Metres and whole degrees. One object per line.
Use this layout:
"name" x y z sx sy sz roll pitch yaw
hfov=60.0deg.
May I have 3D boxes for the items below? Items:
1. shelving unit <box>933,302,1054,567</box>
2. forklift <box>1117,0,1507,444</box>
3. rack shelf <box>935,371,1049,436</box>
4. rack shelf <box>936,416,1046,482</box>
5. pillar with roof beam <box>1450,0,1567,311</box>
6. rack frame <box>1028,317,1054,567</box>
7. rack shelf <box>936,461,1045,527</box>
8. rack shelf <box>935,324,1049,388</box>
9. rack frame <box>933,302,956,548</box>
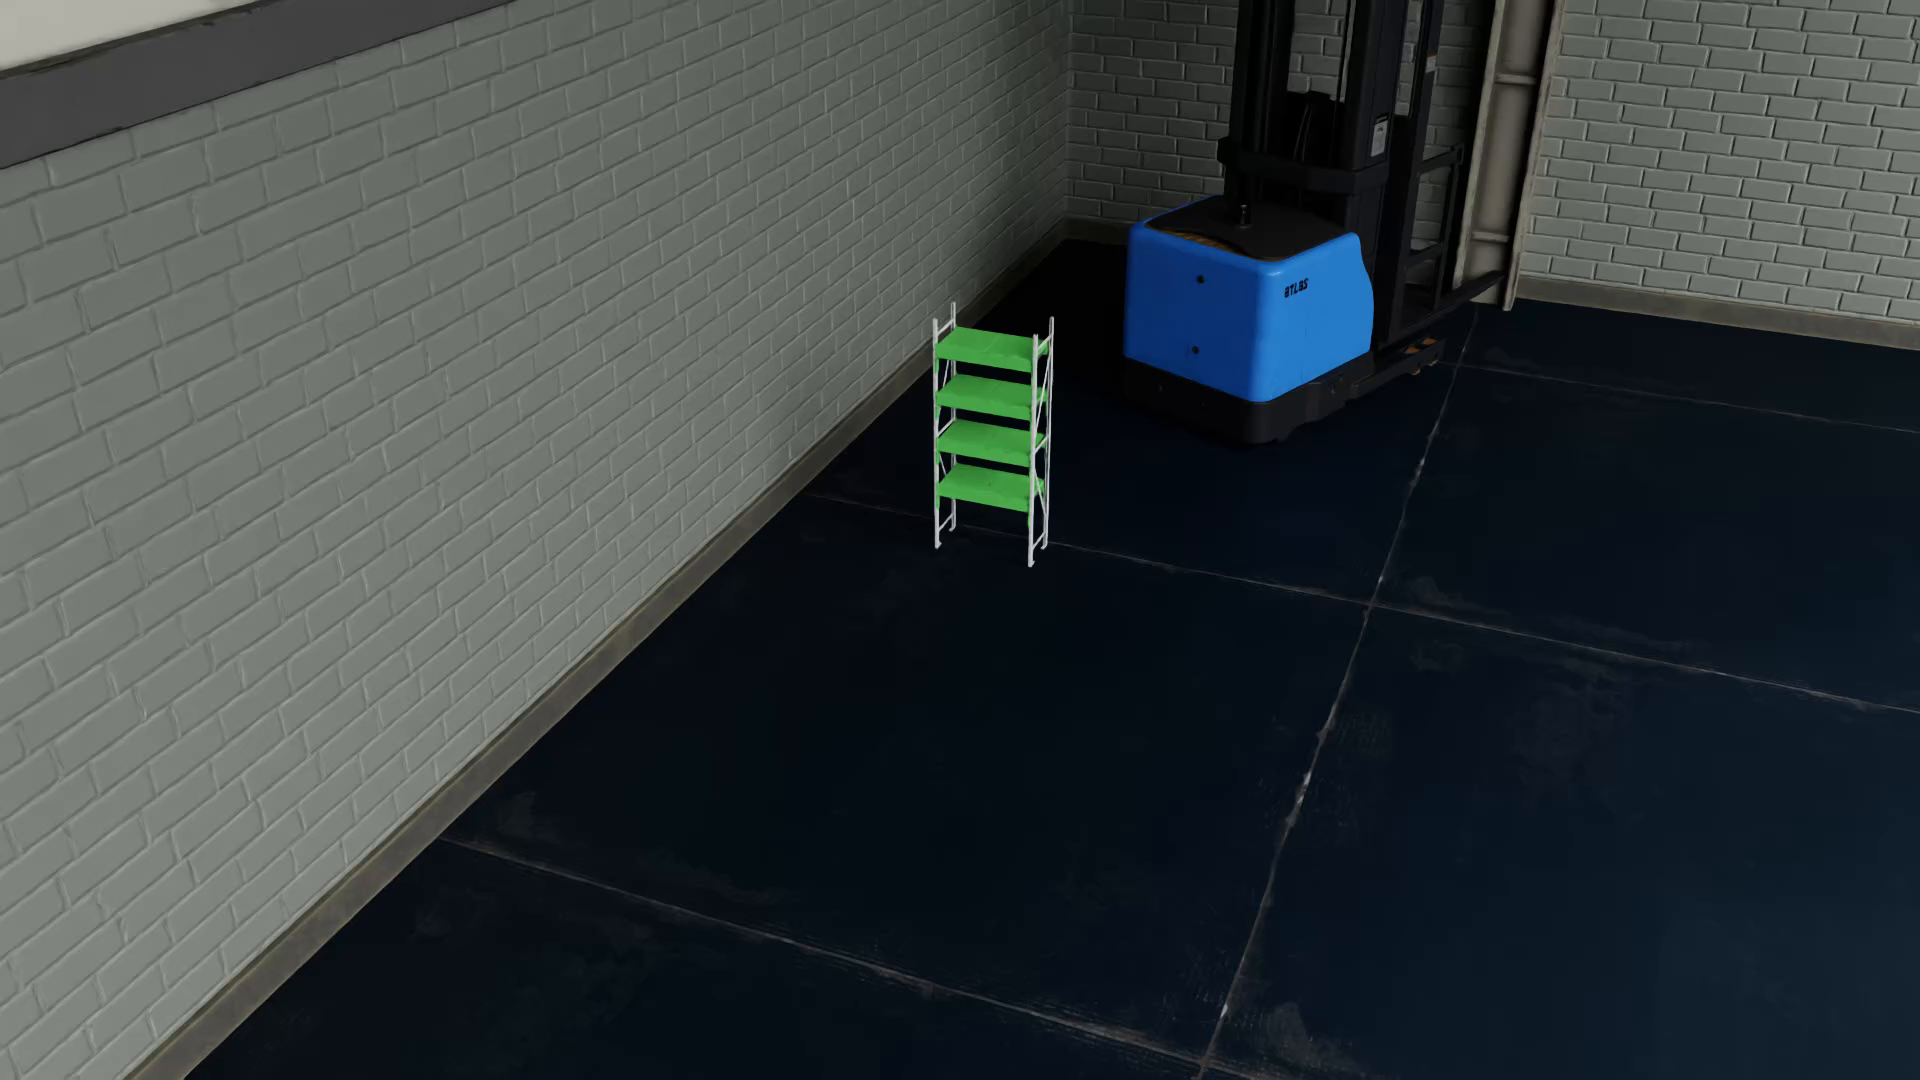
"shelving unit" 0.153 -0.492 7.901 0.503 1.200 0.258 11 31 19
"forklift" 2.303 -2.426 9.563 1.130 2.935 3.031 26 38 38
"rack shelf" 0.153 -0.645 7.814 0.480 0.148 0.258 11 31 19
"rack shelf" 0.153 -0.436 7.932 0.480 0.148 0.258 11 31 19
"pillar with roof beam" 1.864 -3.561 5.404 0.400 9.000 9.100 11 31 19
"rack frame" 0.379 -0.447 7.821 0.015 1.200 0.240 11 31 19
"rack shelf" 0.153 -0.227 8.050 0.480 0.148 0.258 11 31 19
"rack shelf" 0.153 -0.854 7.696 0.480 0.148 0.258 11 31 19
"rack frame" -0.073 -0.537 7.980 0.015 1.200 0.240 11 31 19
